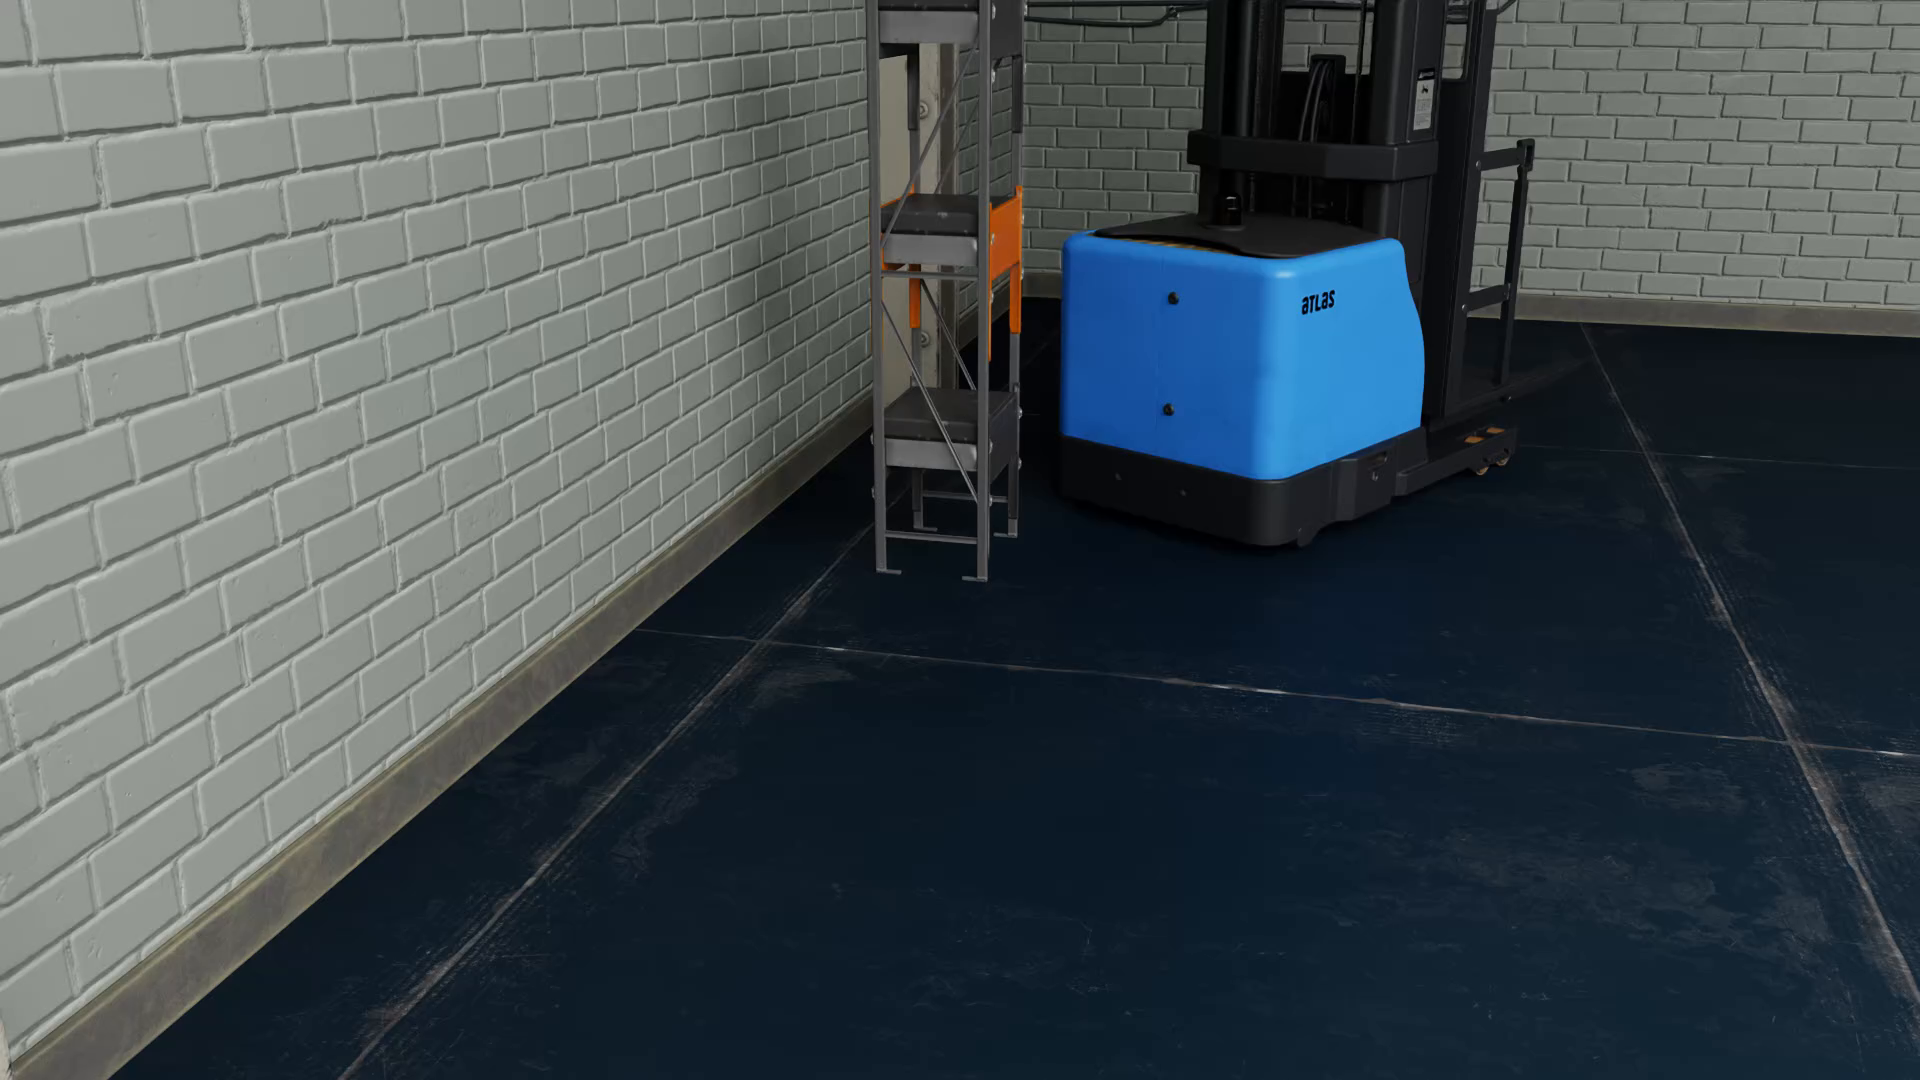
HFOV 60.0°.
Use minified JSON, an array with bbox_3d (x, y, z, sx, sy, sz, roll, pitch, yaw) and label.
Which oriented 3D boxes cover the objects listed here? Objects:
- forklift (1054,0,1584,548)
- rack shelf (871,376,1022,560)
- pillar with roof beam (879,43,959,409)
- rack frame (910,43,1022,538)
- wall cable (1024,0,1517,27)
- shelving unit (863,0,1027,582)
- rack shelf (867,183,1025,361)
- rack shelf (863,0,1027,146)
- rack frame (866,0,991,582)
[{"bbox_3d":[1.739,-1.756,6.794,1.130,2.935,3.031,17,25,40],"label":"forklift"},{"bbox_3d":[-0.040,-0.266,5.927,0.431,0.518,0.480,5,19,13],"label":"rack shelf"},{"bbox_3d":[3.973,-4.563,5.625,9.100,9.000,0.400,5,19,13],"label":"pillar with roof beam"},{"bbox_3d":[0.019,-1.018,5.920,0.400,2.100,0.015,5,19,13],"label":"rack frame"},{"bbox_3d":[1.800,-4.253,9.520,3.097,2.526,0.112,5,19,13],"label":"wall cable"},{"bbox_3d":[-0.040,-0.942,5.696,0.431,2.100,0.503,5,19,13],"label":"shelving unit"},{"bbox_3d":[-0.040,-0.929,5.701,0.431,0.518,0.480,5,19,13],"label":"rack shelf"},{"bbox_3d":[-0.040,-1.591,5.474,0.431,0.518,0.480,5,19,13],"label":"rack shelf"},{"bbox_3d":[-0.100,-0.865,5.472,0.400,2.100,0.015,5,19,13],"label":"rack frame"}]
